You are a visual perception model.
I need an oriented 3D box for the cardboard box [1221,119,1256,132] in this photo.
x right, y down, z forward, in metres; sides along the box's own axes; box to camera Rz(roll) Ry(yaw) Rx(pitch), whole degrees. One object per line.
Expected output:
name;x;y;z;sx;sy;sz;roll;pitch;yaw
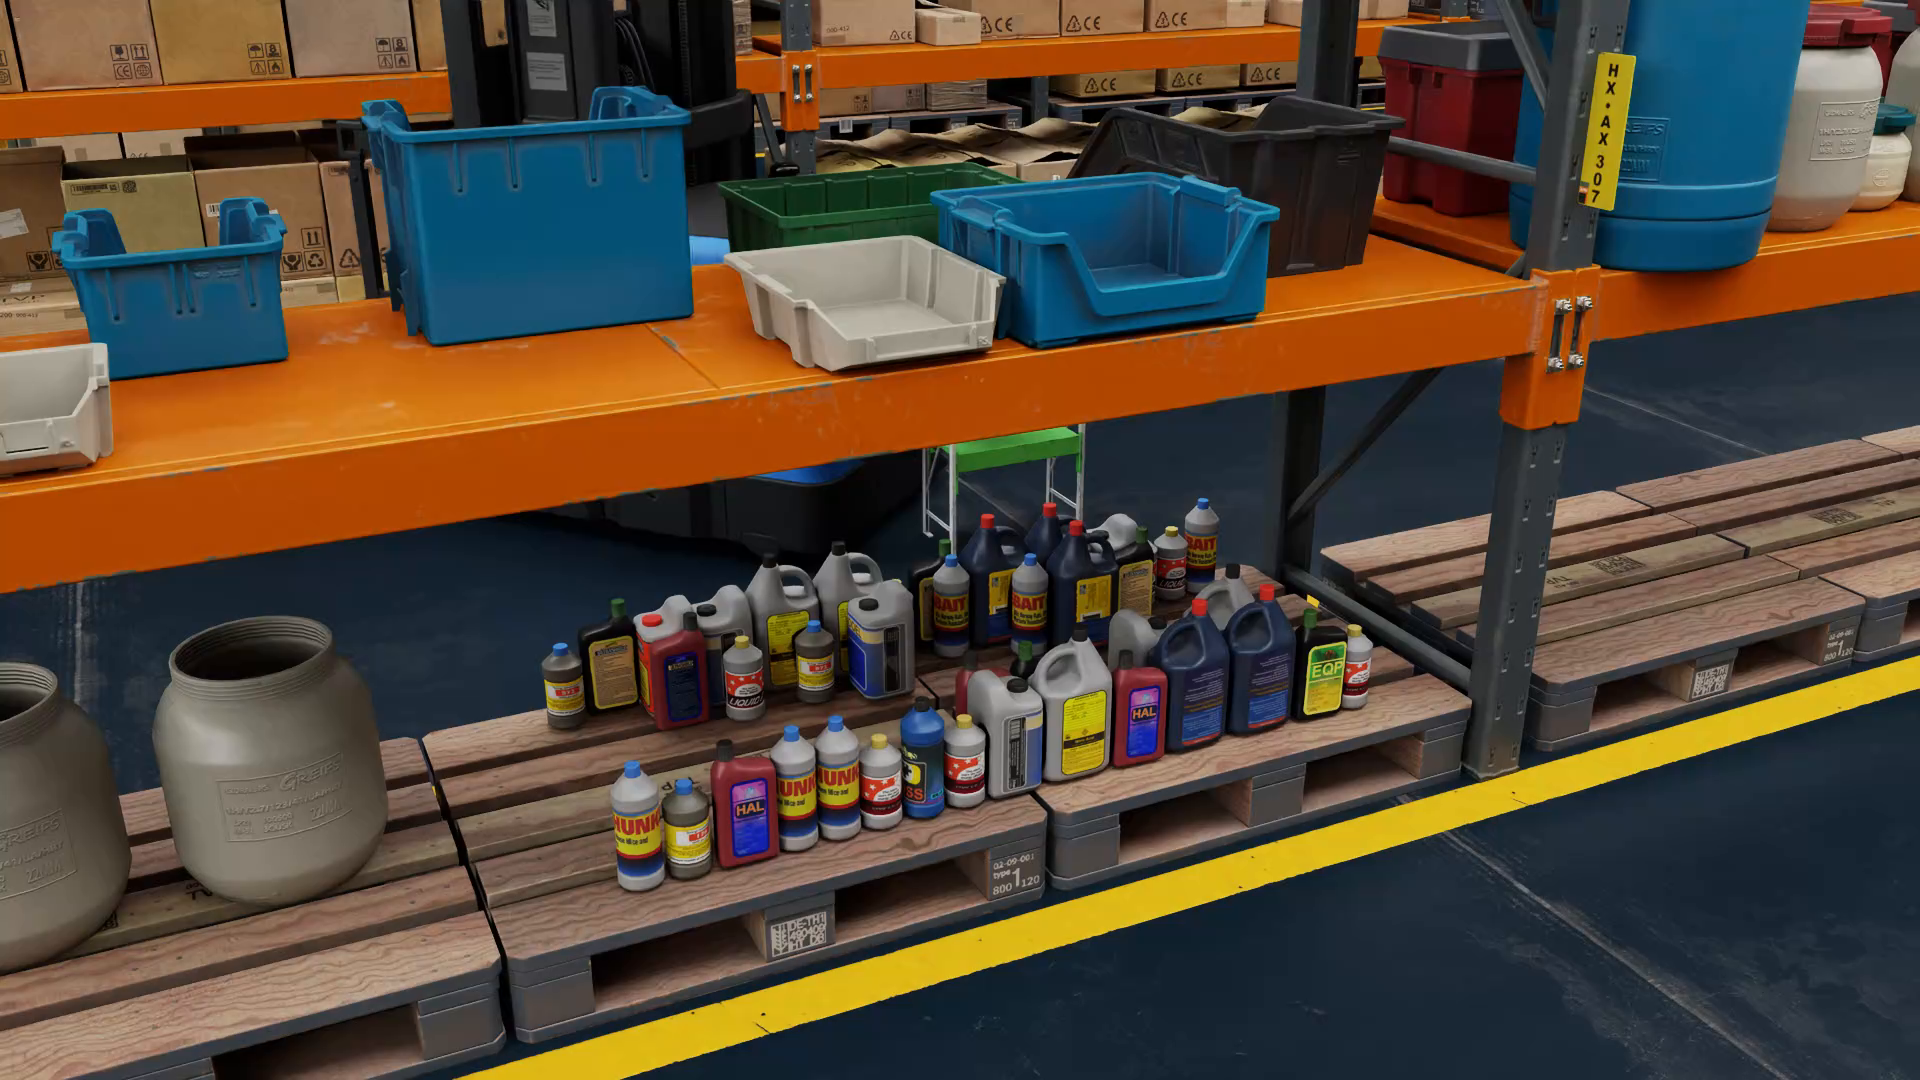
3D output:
cardboard box;1.800;-2.241;9.556;0.500;0.311;0.500;-11;25;-24

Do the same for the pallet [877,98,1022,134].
pallet;-0.226;-3.608;14.190;1.213;0.211;1.003;-10;25;-24

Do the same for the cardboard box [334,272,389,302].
cardboard box;-2.646;-1.176;7.715;0.500;0.250;0.500;-10;25;-24

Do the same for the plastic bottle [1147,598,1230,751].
plastic bottle;0.543;0.311;3.965;0.185;0.351;0.144;-12;25;-26

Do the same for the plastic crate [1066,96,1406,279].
plastic crate;0.644;-0.876;4.026;0.504;0.338;0.767;-10;25;-24

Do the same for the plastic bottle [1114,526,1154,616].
plastic bottle;0.461;0.105;4.550;0.133;0.283;0.061;-10;25;-24

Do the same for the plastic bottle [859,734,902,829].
plastic bottle;-0.176;0.522;3.650;0.097;0.201;0.097;0;22;0

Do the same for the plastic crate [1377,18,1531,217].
plastic crate;1.475;-1.163;4.554;0.583;0.464;0.402;-10;25;-24

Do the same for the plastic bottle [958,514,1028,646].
plastic bottle;0.094;0.095;4.487;0.185;0.351;0.144;-12;25;-26

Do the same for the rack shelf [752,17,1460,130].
rack shelf;0.828;-2.655;9.182;4.000;0.370;1.077;-10;25;-24

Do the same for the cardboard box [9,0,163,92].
cardboard box;-3.681;-2.200;7.012;0.500;0.500;0.700;-10;24;-22

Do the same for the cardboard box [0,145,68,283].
cardboard box;-4.224;-1.453;7.405;0.500;0.500;0.500;-10;25;-24

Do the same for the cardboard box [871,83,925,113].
cardboard box;-0.662;-3.891;13.921;0.500;0.500;0.700;-10;25;-24

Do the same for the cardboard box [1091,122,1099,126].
cardboard box;1.101;-2.342;9.799;0.500;0.311;0.500;-11;25;-25

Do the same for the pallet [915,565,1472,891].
pallet;0.548;0.438;4.417;1.213;0.211;1.003;-10;25;-24

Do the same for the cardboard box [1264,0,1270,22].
cardboard box;1.741;-3.196;9.666;0.500;0.311;0.500;-11;25;-24

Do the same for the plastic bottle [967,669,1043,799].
plastic bottle;0.104;0.425;3.788;0.135;0.276;0.152;-10;24;-23

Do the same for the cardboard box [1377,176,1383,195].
cardboard box;2.262;-2.071;9.878;0.500;0.250;0.500;-10;24;-22

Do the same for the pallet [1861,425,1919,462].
pallet;4.060;-0.208;5.976;1.213;0.211;1.003;-10;25;-24

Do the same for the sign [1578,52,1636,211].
sign;1.400;-0.884;3.602;0.005;0.325;0.100;-10;25;-24

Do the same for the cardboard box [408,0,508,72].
cardboard box;-2.297;-2.454;7.626;0.500;0.500;0.700;-10;25;-23

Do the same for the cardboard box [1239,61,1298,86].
cardboard box;2.754;-4.589;15.175;0.750;0.750;0.750;-10;24;-22

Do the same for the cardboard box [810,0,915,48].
cardboard box;-0.549;-2.683;8.505;0.500;0.250;0.500;-9;24;-20

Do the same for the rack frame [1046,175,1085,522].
rack frame;0.369;-0.622;5.685;0.015;1.200;0.240;-10;25;-24

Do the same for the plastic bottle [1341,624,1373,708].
plastic bottle;0.979;0.309;4.164;0.097;0.201;0.097;0;22;0

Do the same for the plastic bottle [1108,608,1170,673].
plastic bottle;0.456;0.299;4.093;0.135;0.276;0.152;-10;25;-24

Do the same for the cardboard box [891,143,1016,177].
cardboard box;-0.040;-1.902;8.736;0.500;0.311;0.500;-11;25;-24

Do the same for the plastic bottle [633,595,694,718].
plastic bottle;-0.729;0.283;4.131;0.135;0.276;0.152;-10;25;-23

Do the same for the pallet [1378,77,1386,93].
pallet;4.802;-4.500;16.345;1.213;0.211;1.003;-10;25;-24

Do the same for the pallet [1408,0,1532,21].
pallet;3.211;-3.367;10.213;1.003;0.211;1.213;-10;25;-24

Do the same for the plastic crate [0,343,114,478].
plastic crate;-1.487;-0.200;2.656;0.250;0.136;0.298;-10;25;-24

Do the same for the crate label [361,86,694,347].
crate label;-0.892;-0.699;3.471;0.616;0.435;0.502;-10;25;-24

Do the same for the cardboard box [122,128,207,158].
cardboard box;-5.554;-2.838;11.624;0.500;0.311;0.500;-8;24;-19

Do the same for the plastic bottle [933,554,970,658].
plastic bottle;-0.023;0.169;4.412;0.097;0.271;0.097;0;22;0

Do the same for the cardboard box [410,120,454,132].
cardboard box;-2.428;-1.791;8.219;0.500;0.500;0.500;-10;25;-24

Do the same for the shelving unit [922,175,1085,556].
shelving unit;0.149;-0.582;5.587;0.503;1.200;0.258;-10;25;-24

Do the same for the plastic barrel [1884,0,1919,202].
plastic barrel;2.789;-1.215;4.587;0.433;0.535;0.433;0;22;0

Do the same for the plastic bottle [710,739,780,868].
plastic bottle;-0.452;0.543;3.493;0.133;0.283;0.061;-10;25;-23

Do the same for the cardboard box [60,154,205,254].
cardboard box;-3.549;-1.358;7.174;0.500;0.500;0.500;-10;25;-24

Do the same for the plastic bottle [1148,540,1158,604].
plastic bottle;0.511;0.077;4.725;0.097;0.201;0.097;0;22;0

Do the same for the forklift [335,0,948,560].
forklift;-1.611;-1.642;5.884;3.031;2.935;1.130;9;24;21

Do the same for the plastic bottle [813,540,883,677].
plastic bottle;-0.289;0.166;4.316;0.185;0.351;0.144;-11;25;-24

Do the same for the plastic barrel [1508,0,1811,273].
plastic barrel;1.651;-1.139;3.924;0.708;0.901;0.600;-10;25;-24

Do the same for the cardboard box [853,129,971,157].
cardboard box;-0.267;-2.093;9.196;0.500;0.311;0.500;-10;24;-22

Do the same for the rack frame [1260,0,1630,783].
rack frame;1.171;-0.948;4.118;0.127;3.000;1.000;-10;25;-24

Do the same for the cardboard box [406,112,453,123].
cardboard box;-4.043;-3.224;12.311;0.500;0.500;0.500;-12;26;-28

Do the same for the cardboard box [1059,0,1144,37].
cardboard box;0.651;-2.994;8.930;0.500;0.500;0.500;-10;25;-24

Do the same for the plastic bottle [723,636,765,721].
plastic bottle;-0.534;0.334;4.104;0.097;0.201;0.097;0;22;0
